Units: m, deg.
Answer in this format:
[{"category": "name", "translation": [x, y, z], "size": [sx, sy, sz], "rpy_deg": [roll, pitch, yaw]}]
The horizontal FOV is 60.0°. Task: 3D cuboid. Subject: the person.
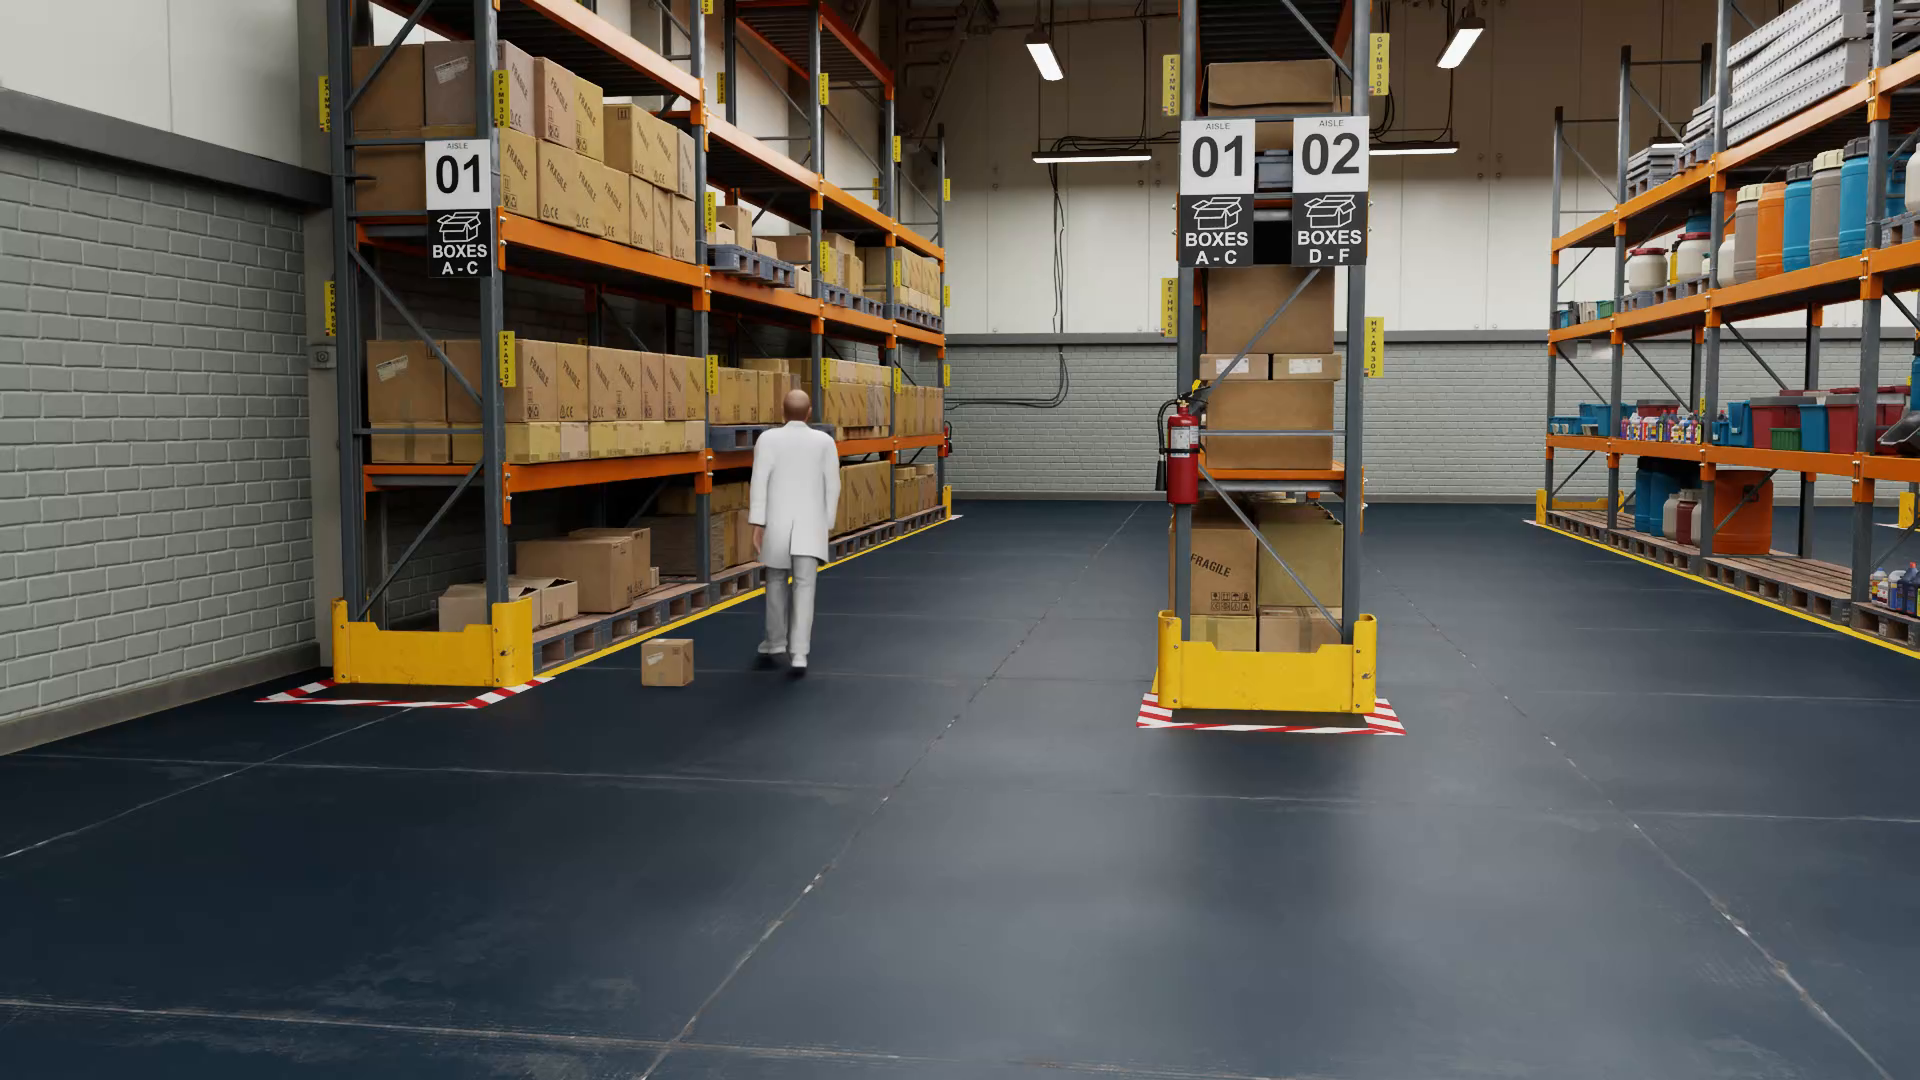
[{"category": "person", "translation": [-1.051, -0.091, 10.618], "size": [0.587, 1.735, 0.983], "rpy_deg": [0, 4, -5]}]
